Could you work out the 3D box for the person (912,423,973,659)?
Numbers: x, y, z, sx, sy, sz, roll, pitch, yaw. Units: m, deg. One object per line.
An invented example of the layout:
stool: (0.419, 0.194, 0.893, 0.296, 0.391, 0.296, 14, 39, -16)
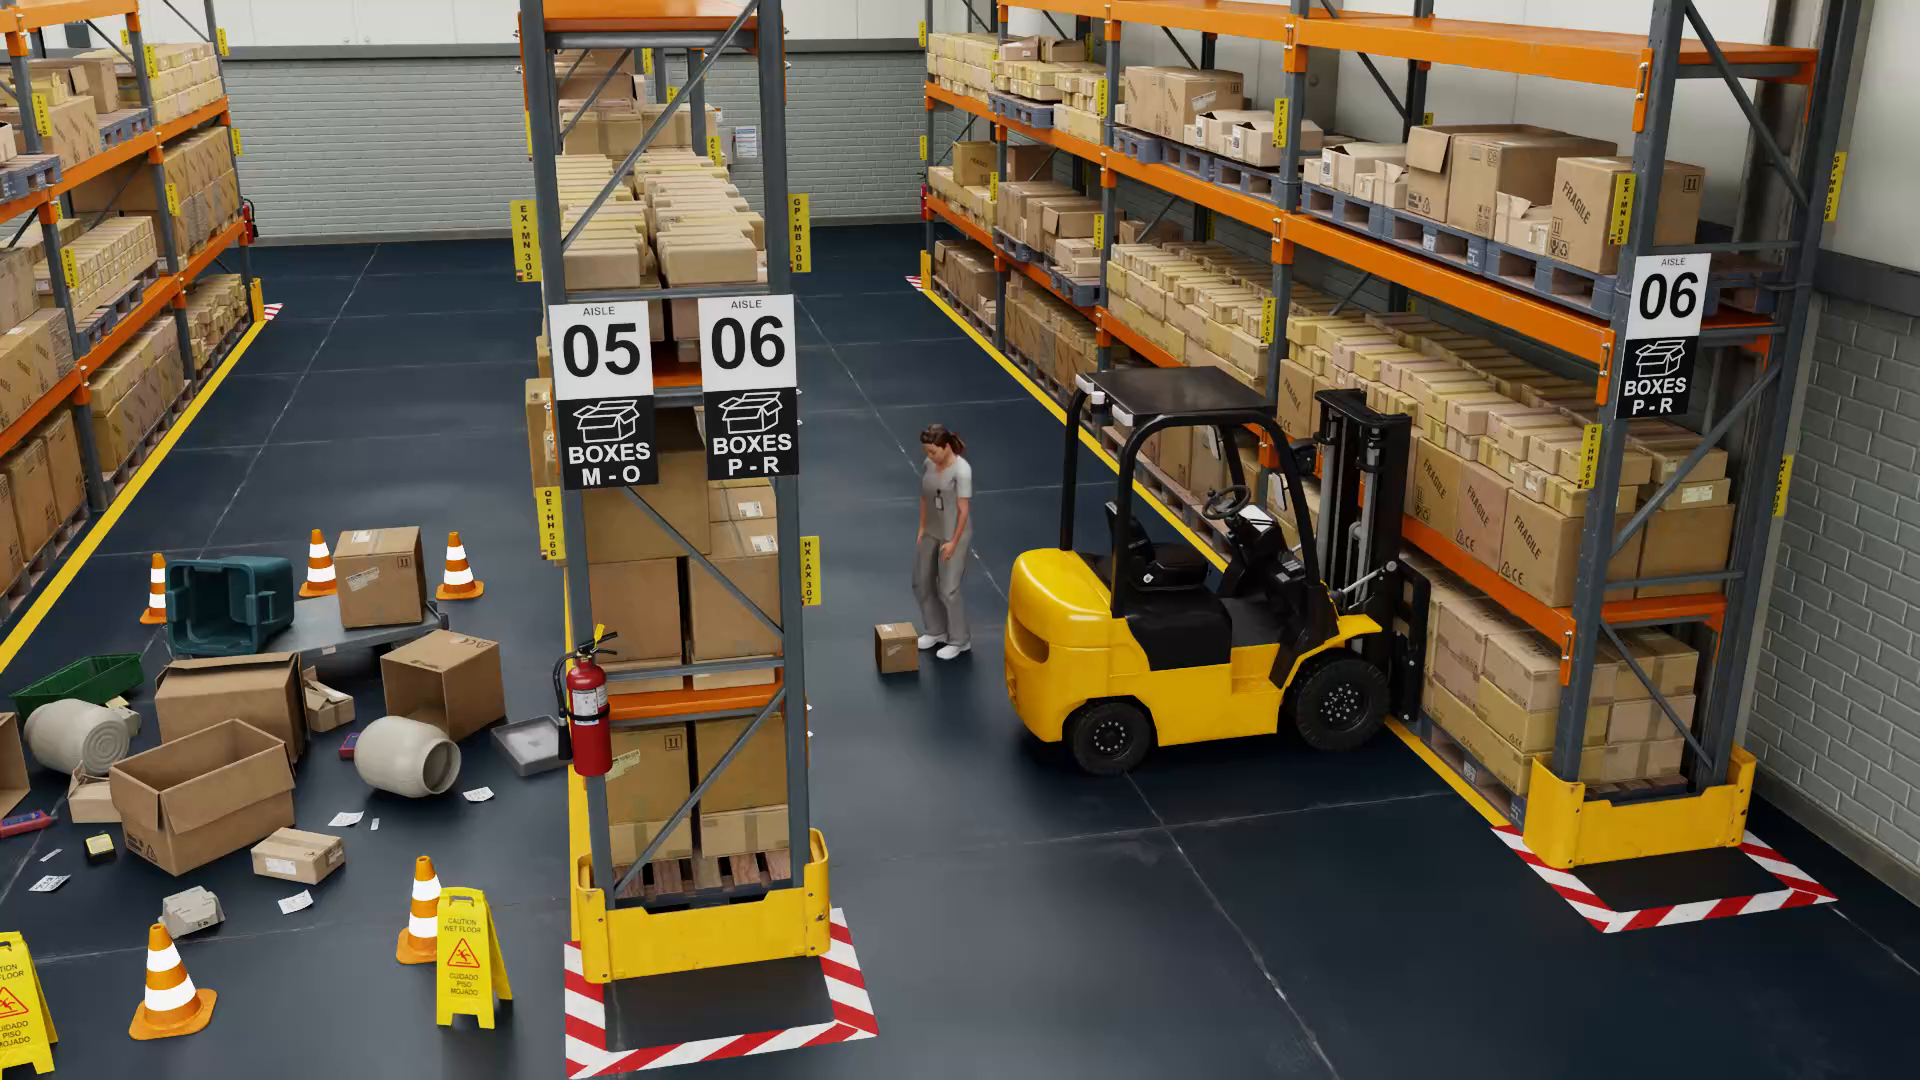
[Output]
person: (-0.102, -0.011, 11.176, 0.369, 1.637, 0.458, -16, 25, -38)
